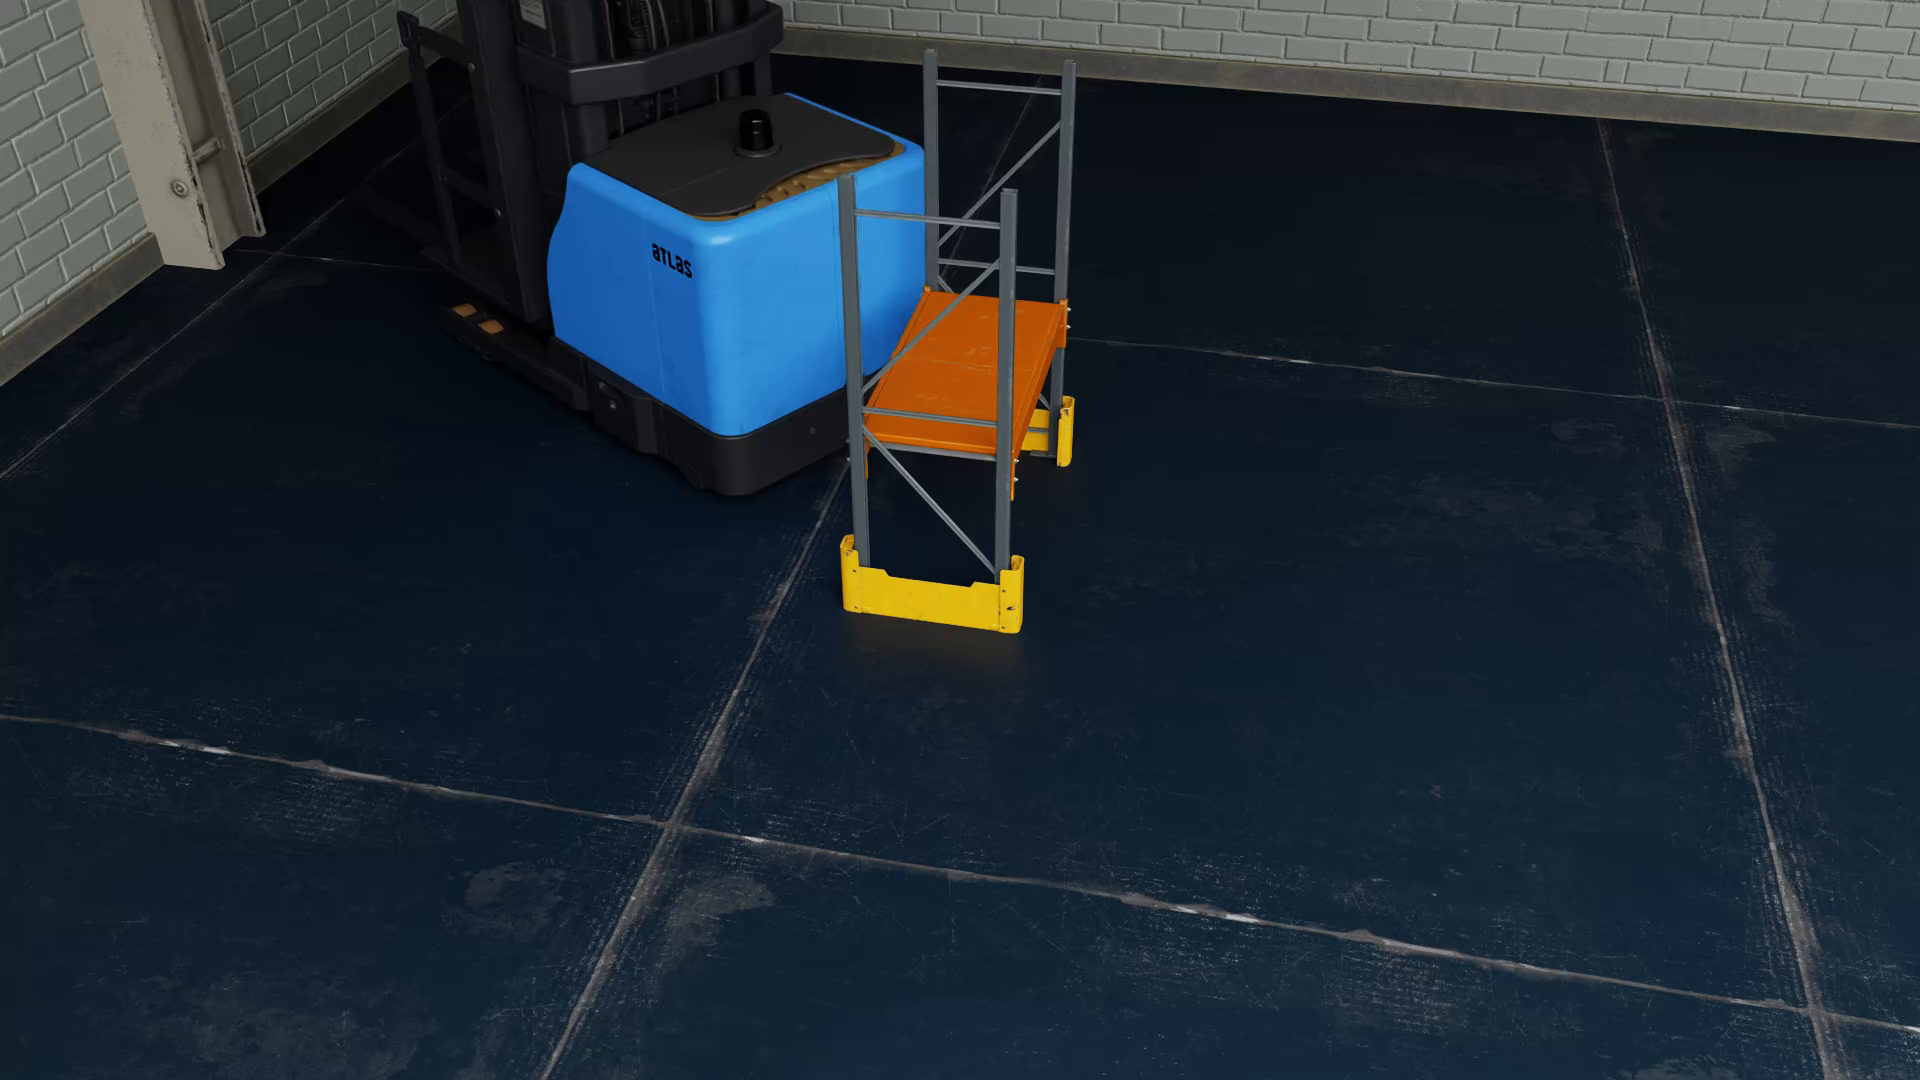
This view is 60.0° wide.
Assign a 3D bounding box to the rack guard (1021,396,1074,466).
[{"bbox_3d":[0.123,-0.430,6.131,0.587,0.250,0.087,7,37,10],"label":"rack guard"}]

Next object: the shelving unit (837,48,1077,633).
[{"bbox_3d":[0.016,-0.651,5.370,0.587,1.500,1.083,7,37,10],"label":"shelving unit"}]

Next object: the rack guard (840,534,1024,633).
[{"bbox_3d":[-0.090,0.141,5.343,0.587,0.250,0.087,7,37,10],"label":"rack guard"}]

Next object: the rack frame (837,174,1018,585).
[{"bbox_3d":[-0.090,-0.365,4.975,0.500,1.500,0.032,7,37,10],"label":"rack frame"}]

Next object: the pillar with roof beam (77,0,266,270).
[{"bbox_3d":[0.795,-4.441,4.209,9.100,9.000,0.400,7,37,10],"label":"pillar with roof beam"}]

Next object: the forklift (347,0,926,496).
[{"bbox_3d":[-1.486,-2.103,6.155,1.130,2.935,3.031,-30,46,-35],"label":"forklift"}]

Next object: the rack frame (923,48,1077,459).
[{"bbox_3d":[0.127,-0.948,5.779,0.500,1.500,0.032,7,37,10],"label":"rack frame"}]

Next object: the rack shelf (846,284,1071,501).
[{"bbox_3d":[0.018,-0.511,5.483,0.538,0.185,1.000,7,37,10],"label":"rack shelf"}]
